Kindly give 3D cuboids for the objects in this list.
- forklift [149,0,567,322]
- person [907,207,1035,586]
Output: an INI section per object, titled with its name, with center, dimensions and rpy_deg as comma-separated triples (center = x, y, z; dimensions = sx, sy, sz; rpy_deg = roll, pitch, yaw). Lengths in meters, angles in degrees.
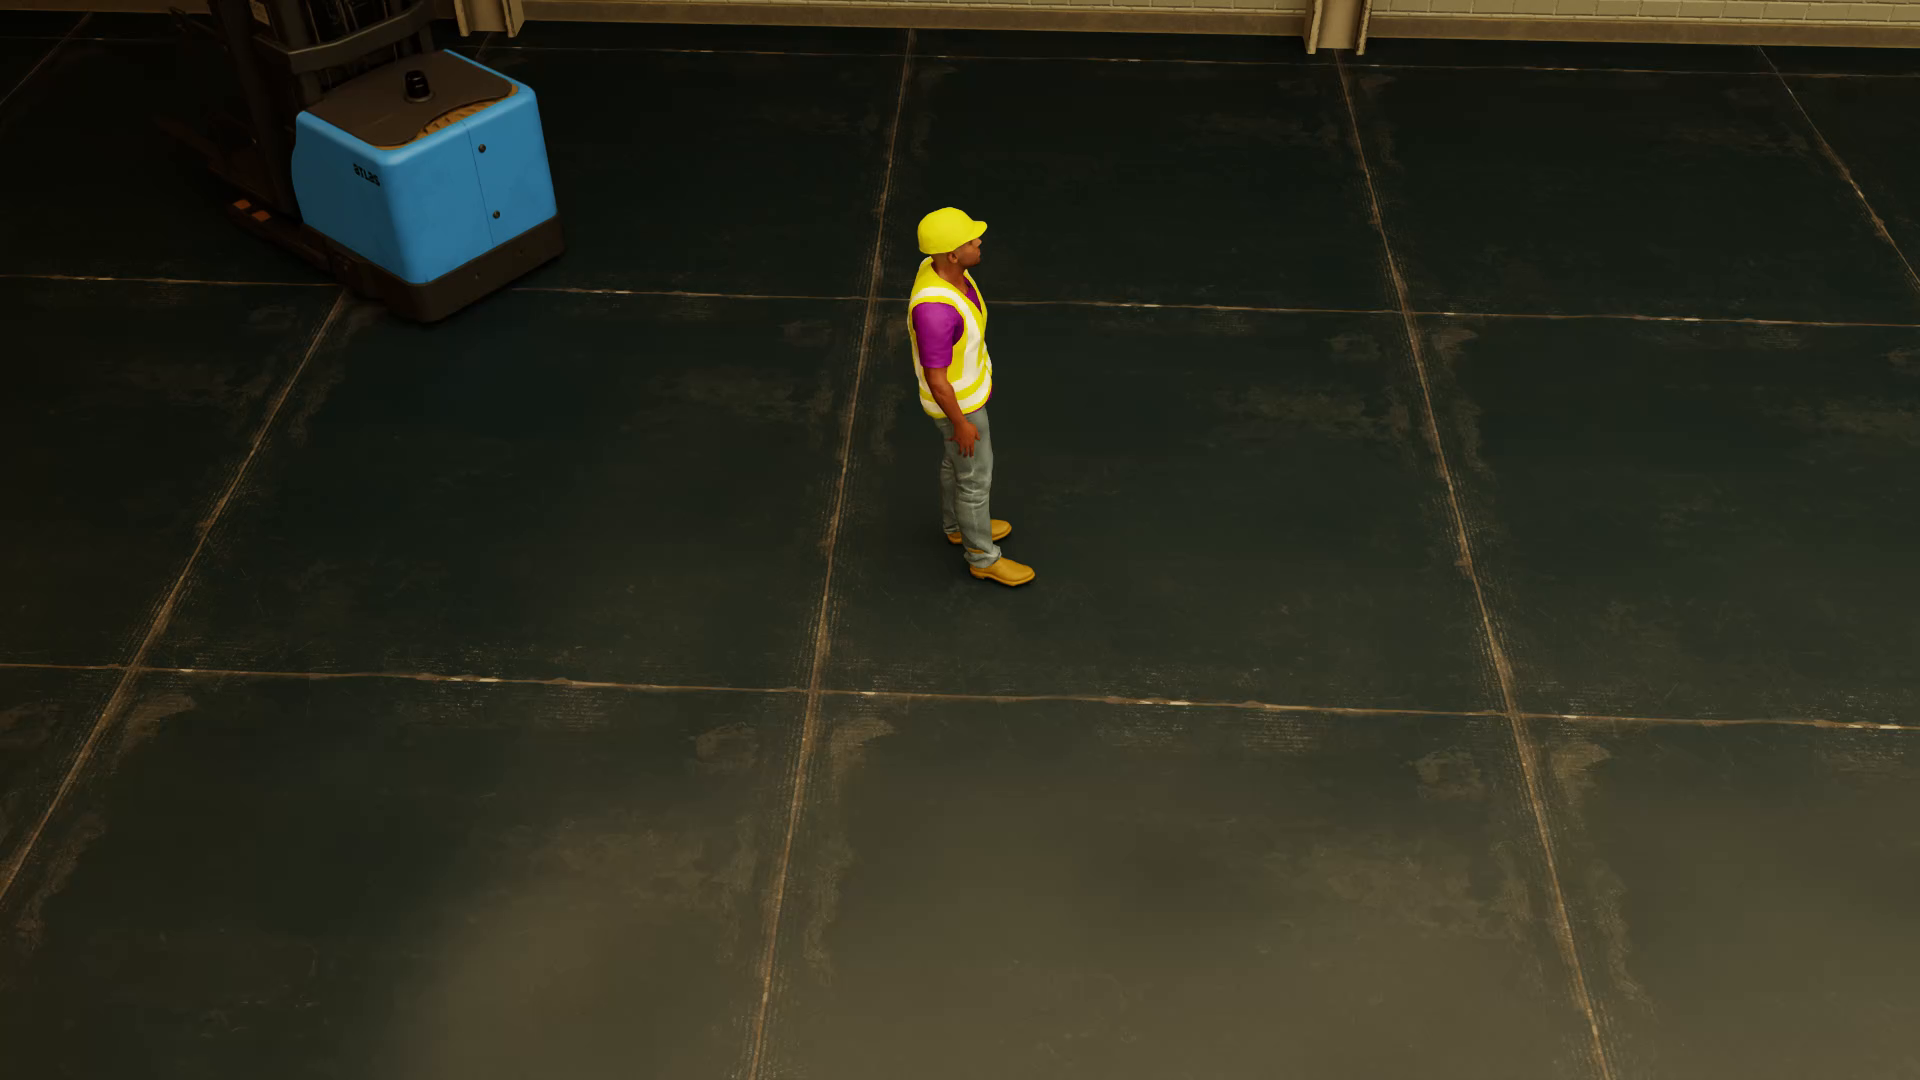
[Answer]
[forklift]
center = -3.748, -3.113, 9.153
dimensions = 3.031, 2.935, 1.130
rpy_deg = 29, 50, 28
[person]
center = 0.070, -0.652, 7.310
dimensions = 0.575, 1.768, 0.666
rpy_deg = 2, 42, 2
